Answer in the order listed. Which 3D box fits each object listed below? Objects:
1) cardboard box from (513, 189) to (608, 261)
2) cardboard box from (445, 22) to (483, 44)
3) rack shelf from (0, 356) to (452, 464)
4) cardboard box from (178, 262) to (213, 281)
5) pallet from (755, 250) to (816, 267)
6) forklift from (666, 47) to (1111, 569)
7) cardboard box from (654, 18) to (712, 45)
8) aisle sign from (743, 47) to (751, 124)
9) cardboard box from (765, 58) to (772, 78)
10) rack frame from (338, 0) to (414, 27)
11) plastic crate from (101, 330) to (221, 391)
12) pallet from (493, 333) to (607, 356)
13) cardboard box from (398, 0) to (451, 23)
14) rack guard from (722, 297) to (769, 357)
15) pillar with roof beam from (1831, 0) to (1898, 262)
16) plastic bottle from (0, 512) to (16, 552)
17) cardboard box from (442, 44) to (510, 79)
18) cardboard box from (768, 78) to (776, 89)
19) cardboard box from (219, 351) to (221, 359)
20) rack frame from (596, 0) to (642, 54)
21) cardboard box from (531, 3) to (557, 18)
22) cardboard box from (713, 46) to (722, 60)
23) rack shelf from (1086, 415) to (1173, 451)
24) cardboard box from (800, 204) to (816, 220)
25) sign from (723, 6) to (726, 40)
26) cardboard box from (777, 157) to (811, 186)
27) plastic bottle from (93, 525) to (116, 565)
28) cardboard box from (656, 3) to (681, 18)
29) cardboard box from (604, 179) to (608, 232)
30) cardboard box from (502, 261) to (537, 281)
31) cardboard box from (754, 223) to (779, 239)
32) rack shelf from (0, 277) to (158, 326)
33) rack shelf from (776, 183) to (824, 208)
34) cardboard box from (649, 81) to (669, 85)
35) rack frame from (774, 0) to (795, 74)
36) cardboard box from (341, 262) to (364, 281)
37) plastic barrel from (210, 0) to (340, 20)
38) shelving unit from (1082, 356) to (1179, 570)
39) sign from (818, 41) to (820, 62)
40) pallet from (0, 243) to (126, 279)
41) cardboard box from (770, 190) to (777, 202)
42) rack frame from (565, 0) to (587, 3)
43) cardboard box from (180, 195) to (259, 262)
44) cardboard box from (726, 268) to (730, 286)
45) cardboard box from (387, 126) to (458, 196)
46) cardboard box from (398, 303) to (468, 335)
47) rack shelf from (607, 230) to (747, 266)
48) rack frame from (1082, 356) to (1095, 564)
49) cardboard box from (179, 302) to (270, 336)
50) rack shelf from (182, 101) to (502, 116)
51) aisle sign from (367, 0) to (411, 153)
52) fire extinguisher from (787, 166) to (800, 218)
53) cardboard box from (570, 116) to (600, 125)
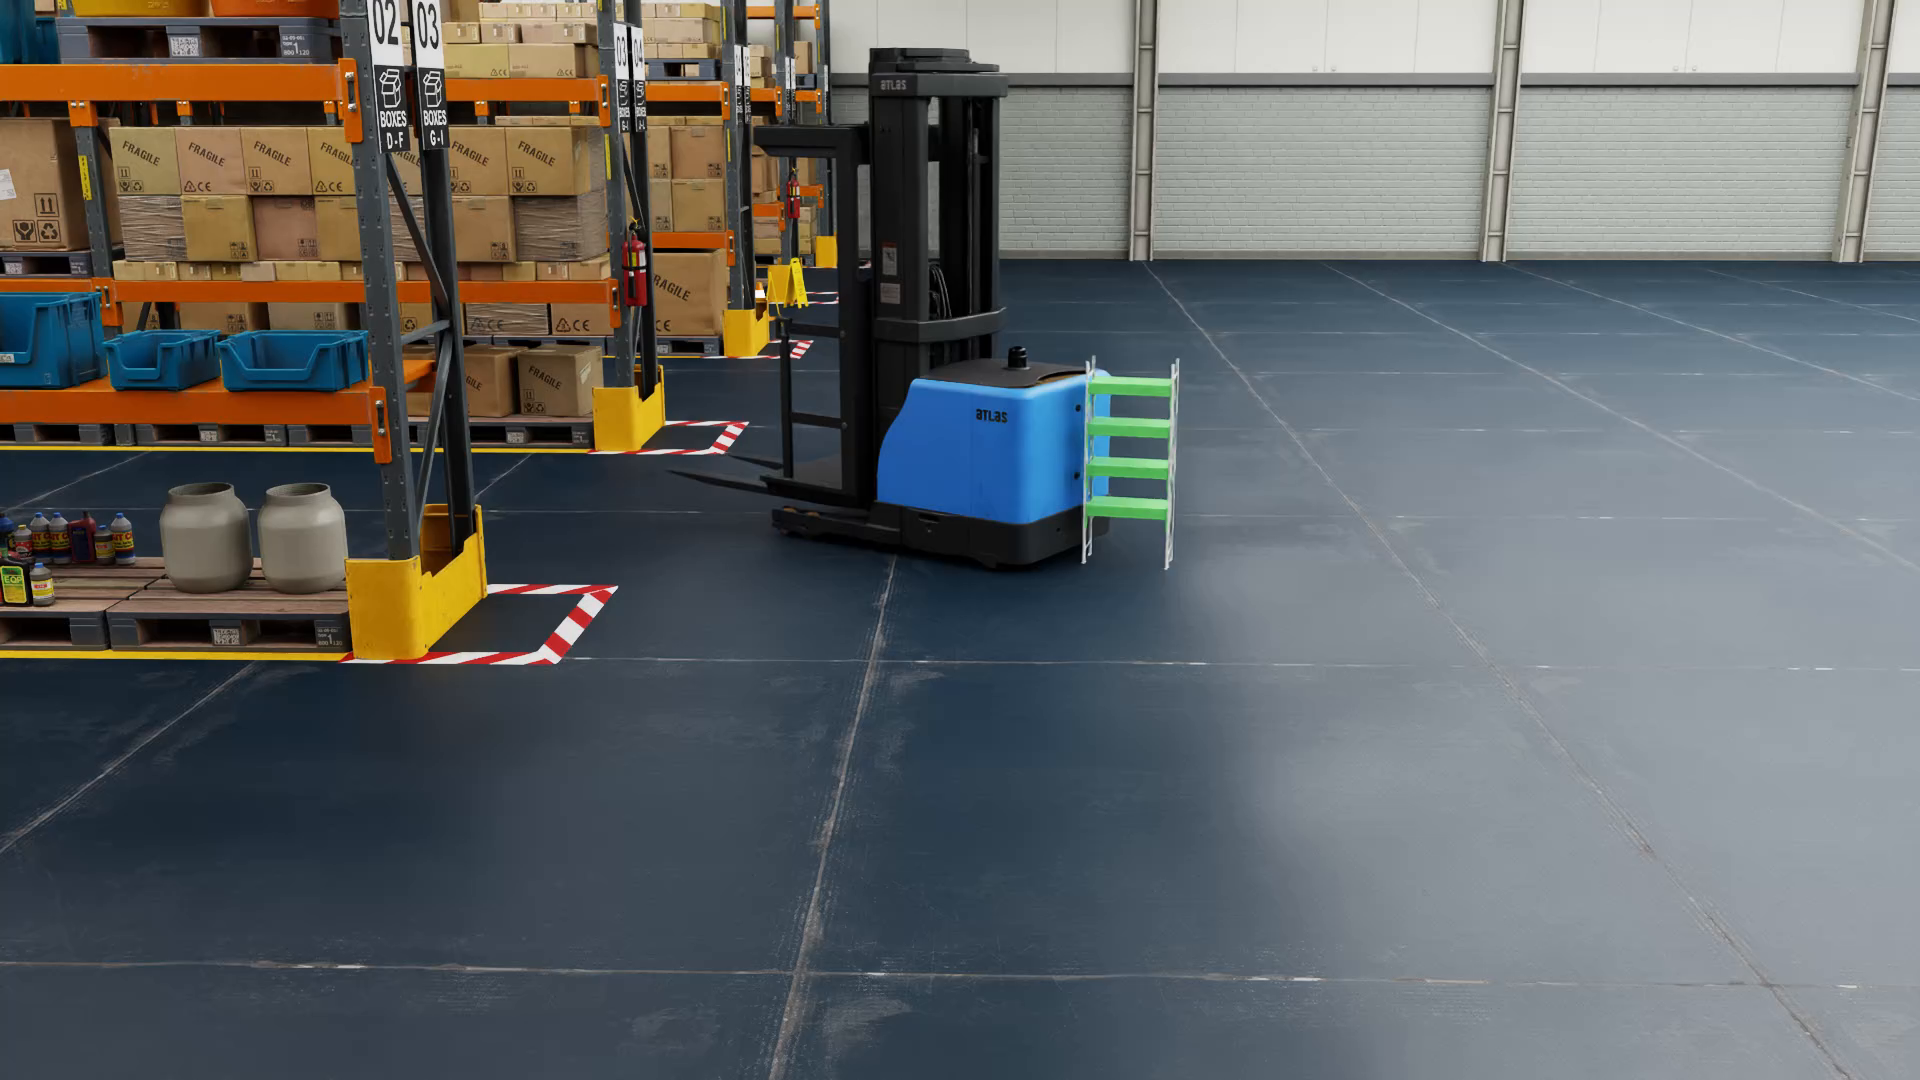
[{"bbox_3d":[-3.142,-2.491,13.123,0.500,0.500,0.875,0,15,1],"label":"cardboard box"},{"bbox_3d":[-3.663,-3.782,12.428,0.250,0.149,0.380,0,15,2],"label":"cardboard box"},{"bbox_3d":[-4.718,-0.690,8.487,4.000,0.370,1.077,0,15,1],"label":"rack shelf"},{"bbox_3d":[-5.884,-2.115,12.970,0.250,0.149,0.380,0,15,1],"label":"cardboard box"},{"bbox_3d":[-2.982,-4.727,27.844,1.213,0.211,1.003,0,15,1],"label":"pallet"},{"bbox_3d":[-0.571,-1.525,10.376,3.031,2.935,1.130,10,18,34],"label":"forklift"},{"bbox_3d":[-2.861,-5.258,17.199,0.500,0.250,0.500,1,15,2],"label":"cardboard box"},{"bbox_3d":[-2.286,-4.886,17.882,0.004,0.787,0.394,0,15,1],"label":"aisle sign"},{"bbox_3d":[-2.835,-6.408,22.581,0.500,0.250,0.500,0,15,0],"label":"cardboard box"},{"bbox_3d":[-2.719,-3.926,7.581,0.127,3.000,1.000,0,15,1],"label":"rack frame"},{"bbox_3d":[-3.876,-0.886,8.109,0.408,0.251,0.499,0,15,1],"label":"plastic crate"},{"bbox_3d":[-4.383,-2.198,18.258,1.213,0.211,1.003,0,15,1],"label":"pallet"},{"bbox_3d":[-4.149,-4.118,12.430,0.500,0.500,0.500,0,15,1],"label":"cardboard box"},{"bbox_3d":[-2.341,-2.344,18.243,0.348,0.500,1.175,0,15,1],"label":"rack guard"},{"bbox_3d":[14.995,-8.001,23.028,0.400,9.000,9.100,0,15,1],"label":"pillar with roof beam"},{"bbox_3d":[-5.169,-0.014,9.000,0.097,0.271,0.097,0,15,0],"label":"plastic bottle"},{"bbox_3d":[-3.580,-3.607,12.546,0.500,0.250,0.500,0,15,2],"label":"cardboard box"},{"bbox_3d":[-2.663,-6.229,22.684,0.250,0.149,0.380,0,15,1],"label":"cardboard box"},{"bbox_3d":[-5.620,-1.294,13.442,0.500,0.500,0.500,5,16,19],"label":"cardboard box"},{"bbox_3d":[-2.593,-5.189,12.368,0.127,3.000,1.000,0,15,1],"label":"rack frame"},{"bbox_3d":[-4.235,-5.444,17.124,0.250,0.149,0.380,0,15,2],"label":"cardboard box"},{"bbox_3d":[-2.699,-5.217,17.827,0.250,0.149,0.380,0,15,2],"label":"cardboard box"},{"bbox_3d":[0.993,-0.622,9.655,0.480,0.148,0.258,3,15,13],"label":"rack shelf"},{"bbox_3d":[-2.692,-5.490,27.875,0.500,0.250,0.500,0,15,1],"label":"cardboard box"},{"bbox_3d":[-2.393,-5.254,16.916,0.005,0.325,0.100,0,15,1],"label":"sign"},{"bbox_3d":[-2.715,-6.066,27.256,0.500,0.500,0.500,0,15,0],"label":"cardboard box"},{"bbox_3d":[-4.627,0.023,8.995,0.097,0.201,0.097,0,15,0],"label":"plastic bottle"},{"bbox_3d":[-2.960,-5.436,17.094,0.250,0.149,0.380,0,15,2],"label":"cardboard box"},{"bbox_3d":[-3.844,-3.650,17.999,0.550,0.550,0.875,0,15,1],"label":"cardboard box"},{"bbox_3d":[-3.384,-2.106,12.936,0.250,0.149,0.380,0,15,1],"label":"cardboard box"},{"bbox_3d":[-3.212,-5.126,27.476,0.500,0.250,0.500,0,15,1],"label":"cardboard box"},{"bbox_3d":[-8.591,-1.980,13.373,4.000,0.370,1.077,0,15,1],"label":"rack shelf"},{"bbox_3d":[-4.216,-5.747,27.652,4.000,0.370,1.077,0,15,1],"label":"rack shelf"},{"bbox_3d":[-3.983,-6.091,22.159,0.250,0.149,0.380,0,15,0],"label":"cardboard box"},{"bbox_3d":[-2.340,-7.716,21.947,0.127,3.000,1.000,0,15,1],"label":"rack frame"},{"bbox_3d":[-4.633,-2.118,12.982,0.250,0.149,0.380,0,15,1],"label":"cardboard box"},{"bbox_3d":[-3.208,-2.857,7.744,0.708,0.830,0.600,0,15,1],"label":"plastic barrel"},{"bbox_3d":[0.993,-0.452,9.700,0.503,1.200,0.258,3,15,13],"label":"shelving unit"},{"bbox_3d":[-2.244,-7.783,26.501,0.005,0.325,0.100,0,15,1],"label":"sign"},{"bbox_3d":[-7.352,-2.264,13.416,1.213,0.211,1.003,0,15,1],"label":"pallet"},{"bbox_3d":[-2.674,-4.749,22.953,0.250,0.149,0.380,0,15,2],"label":"cardboard box"},{"bbox_3d":[-6.215,-9.008,26.844,0.127,3.000,1.000,0,15,1],"label":"rack frame"},{"bbox_3d":[-5.644,-2.476,13.064,0.500,0.500,0.875,0,15,1],"label":"cardboard box"},{"bbox_3d":[-3.178,-3.626,22.770,0.500,0.250,0.500,0,15,1],"label":"cardboard box"},{"bbox_3d":[-4.149,-2.910,12.751,0.500,0.500,0.500,0,15,1],"label":"cardboard box"},{"bbox_3d":[-5.737,-2.732,18.158,0.875,0.875,0.875,1,15,2],"label":"cardboard box"},{"bbox_3d":[-4.364,-3.218,18.066,4.000,0.370,1.077,0,15,1],"label":"rack shelf"},{"bbox_3d":[0.755,-0.466,9.754,0.015,1.200,0.240,3,15,13],"label":"rack frame"},{"bbox_3d":[-7.951,-2.682,18.213,0.750,0.750,1.050,0,15,1],"label":"cardboard box"},{"bbox_3d":[-8.338,-5.957,22.570,4.000,0.370,1.077,0,15,1],"label":"rack shelf"},{"bbox_3d":[-2.655,-2.206,7.725,0.004,0.787,0.394,0,15,1],"label":"aisle sign"},{"bbox_3d":[-2.237,-4.660,22.274,0.183,0.674,0.296,0,15,1],"label":"fire extinguisher"},{"bbox_3d":[-4.893,-5.440,22.340,0.500,0.500,0.700,0,15,0],"label":"cardboard box"}]
